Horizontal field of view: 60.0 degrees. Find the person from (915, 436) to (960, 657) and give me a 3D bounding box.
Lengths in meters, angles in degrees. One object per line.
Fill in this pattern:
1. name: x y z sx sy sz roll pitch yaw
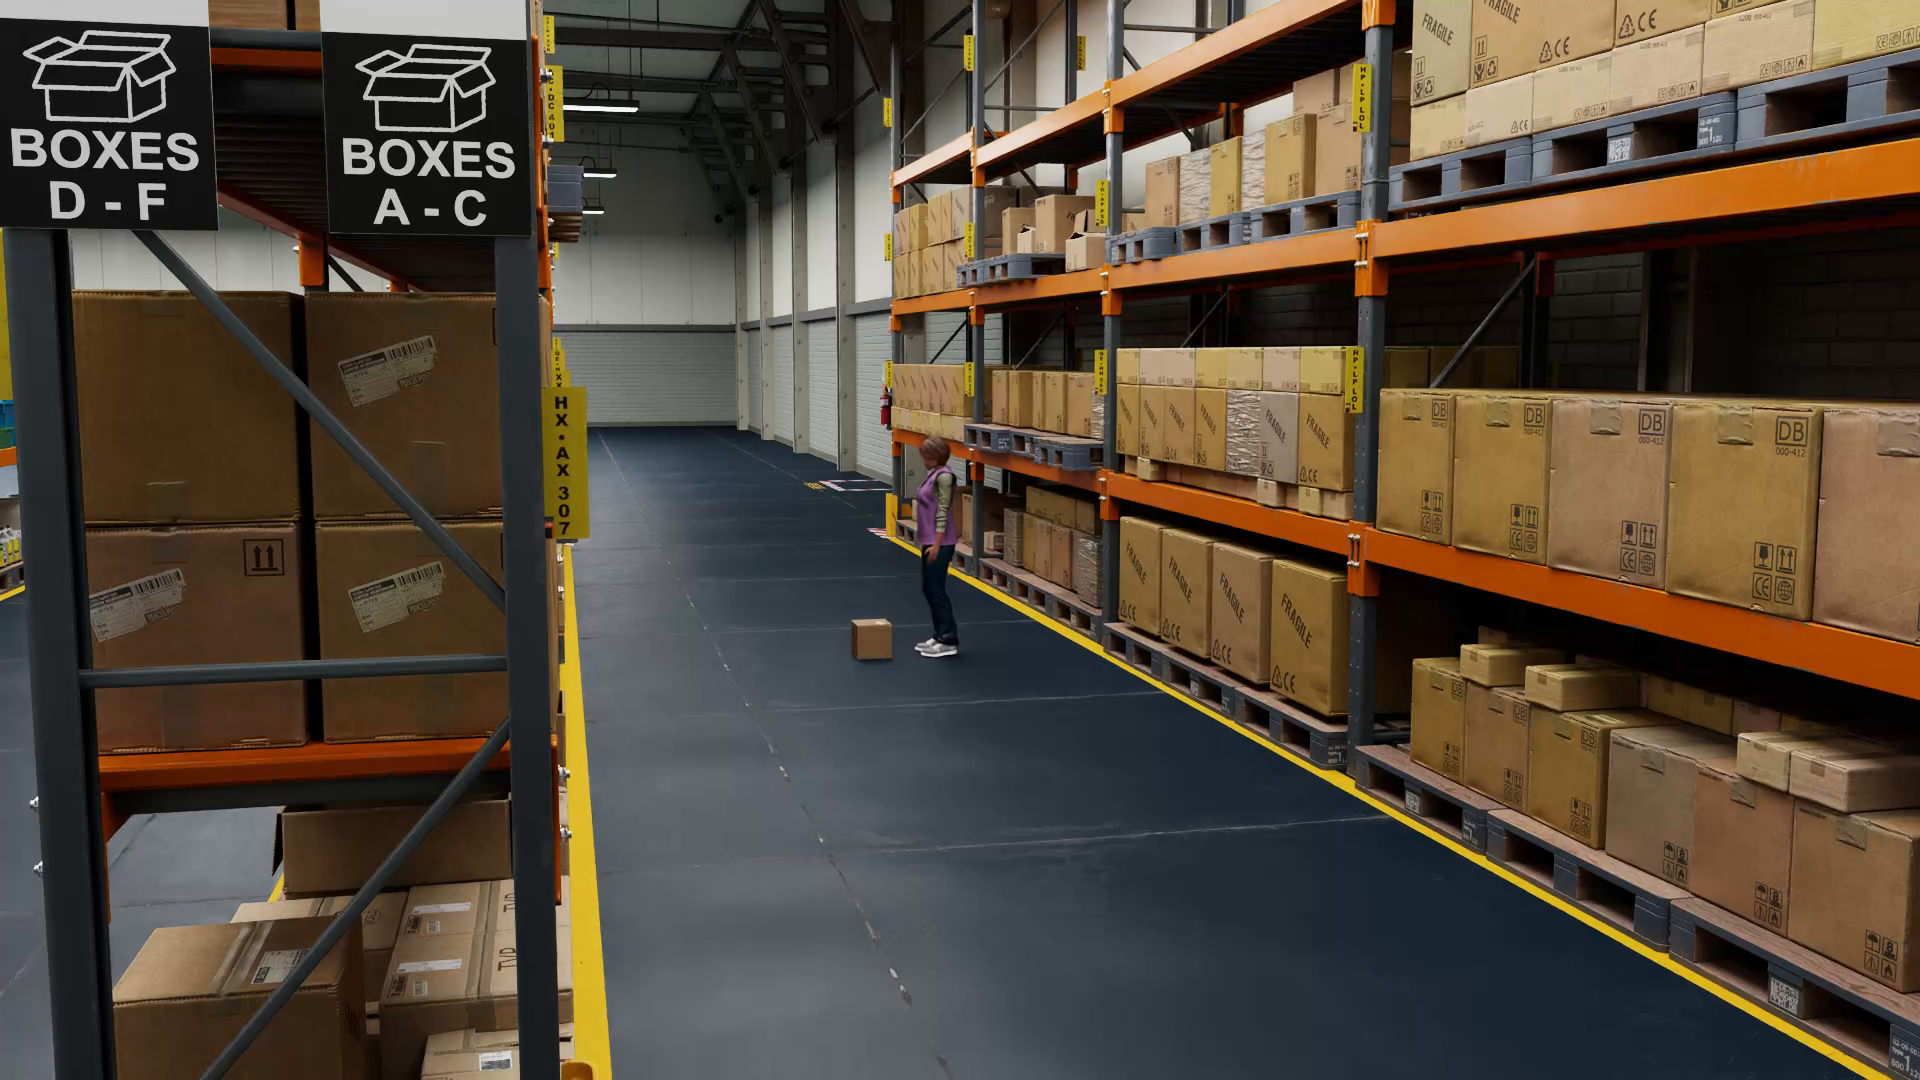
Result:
1. person: -0.161 0.044 12.019 0.301 1.594 0.407 -1 6 -13
